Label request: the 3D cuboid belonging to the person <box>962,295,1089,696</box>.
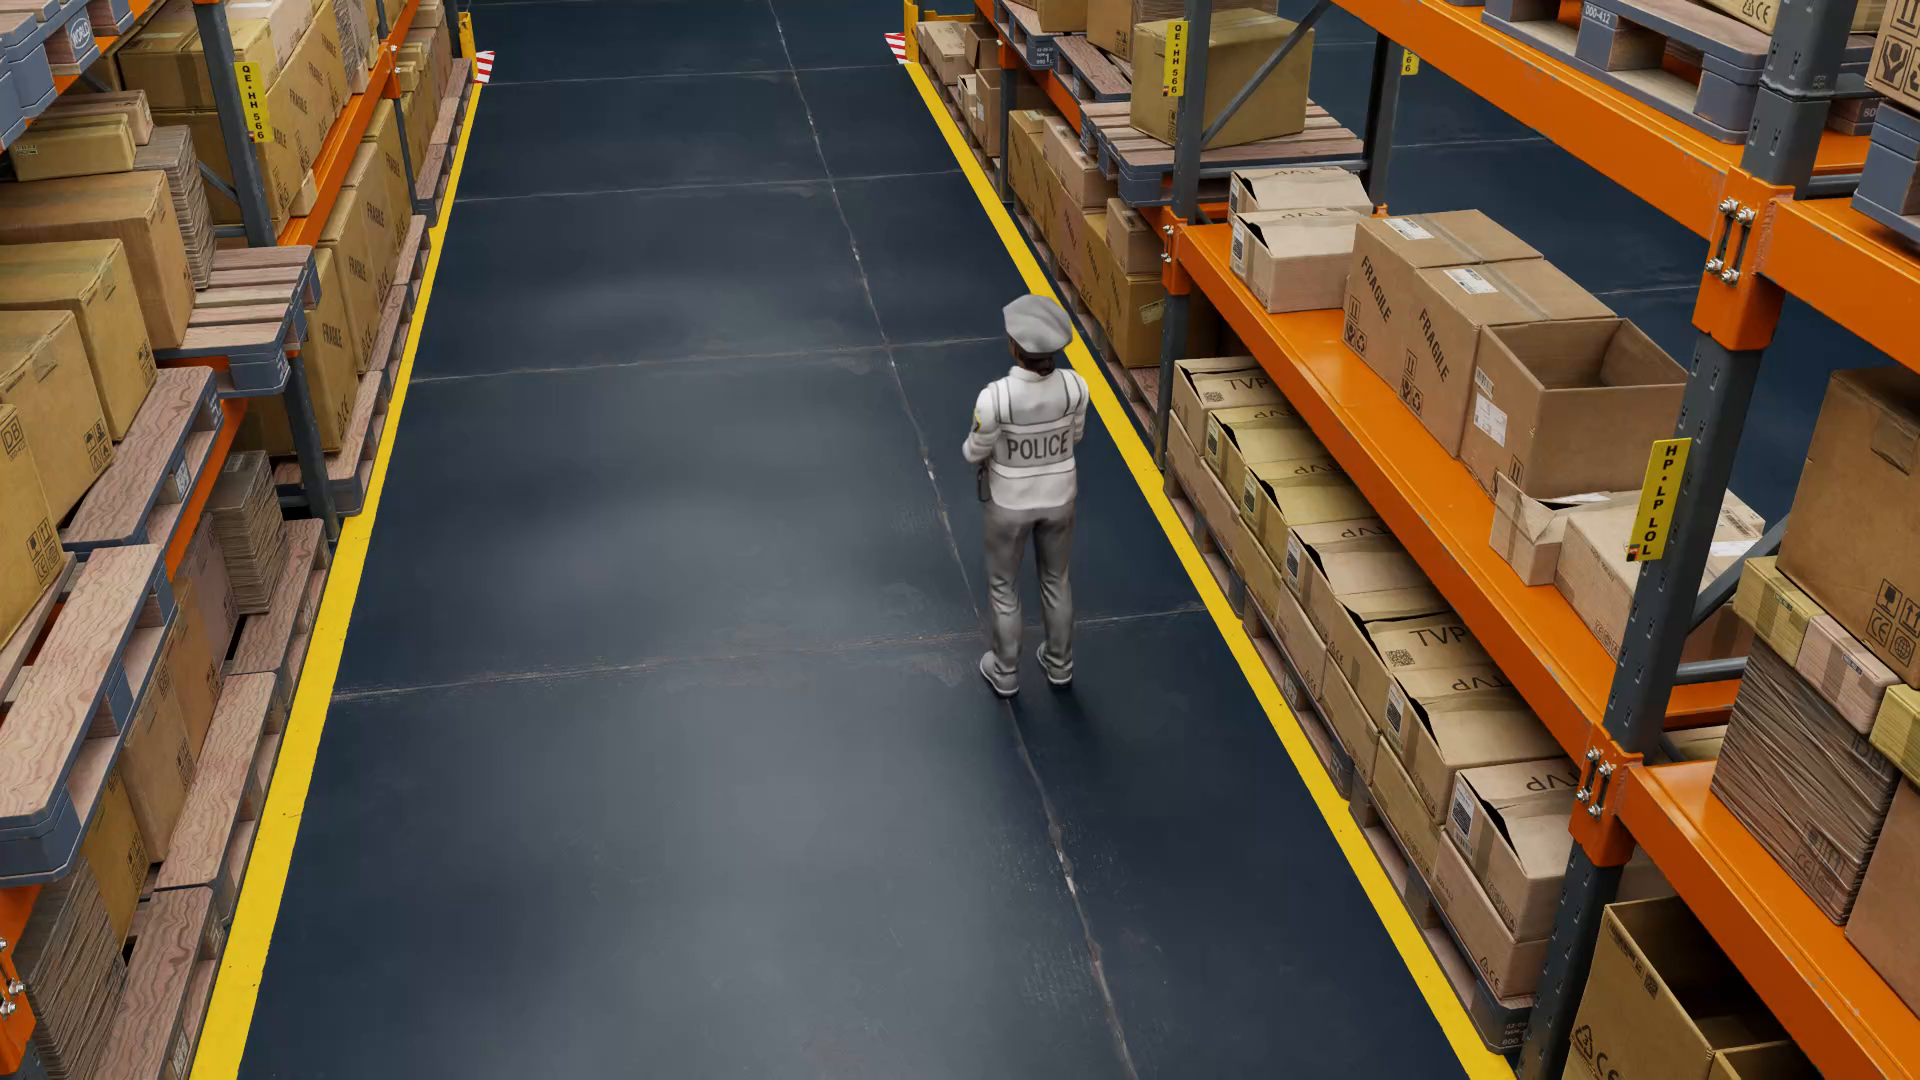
[{"bbox_3d":[0.232,-0.182,6.401,0.468,1.697,0.552,-10,32,-16],"label":"person"}]
